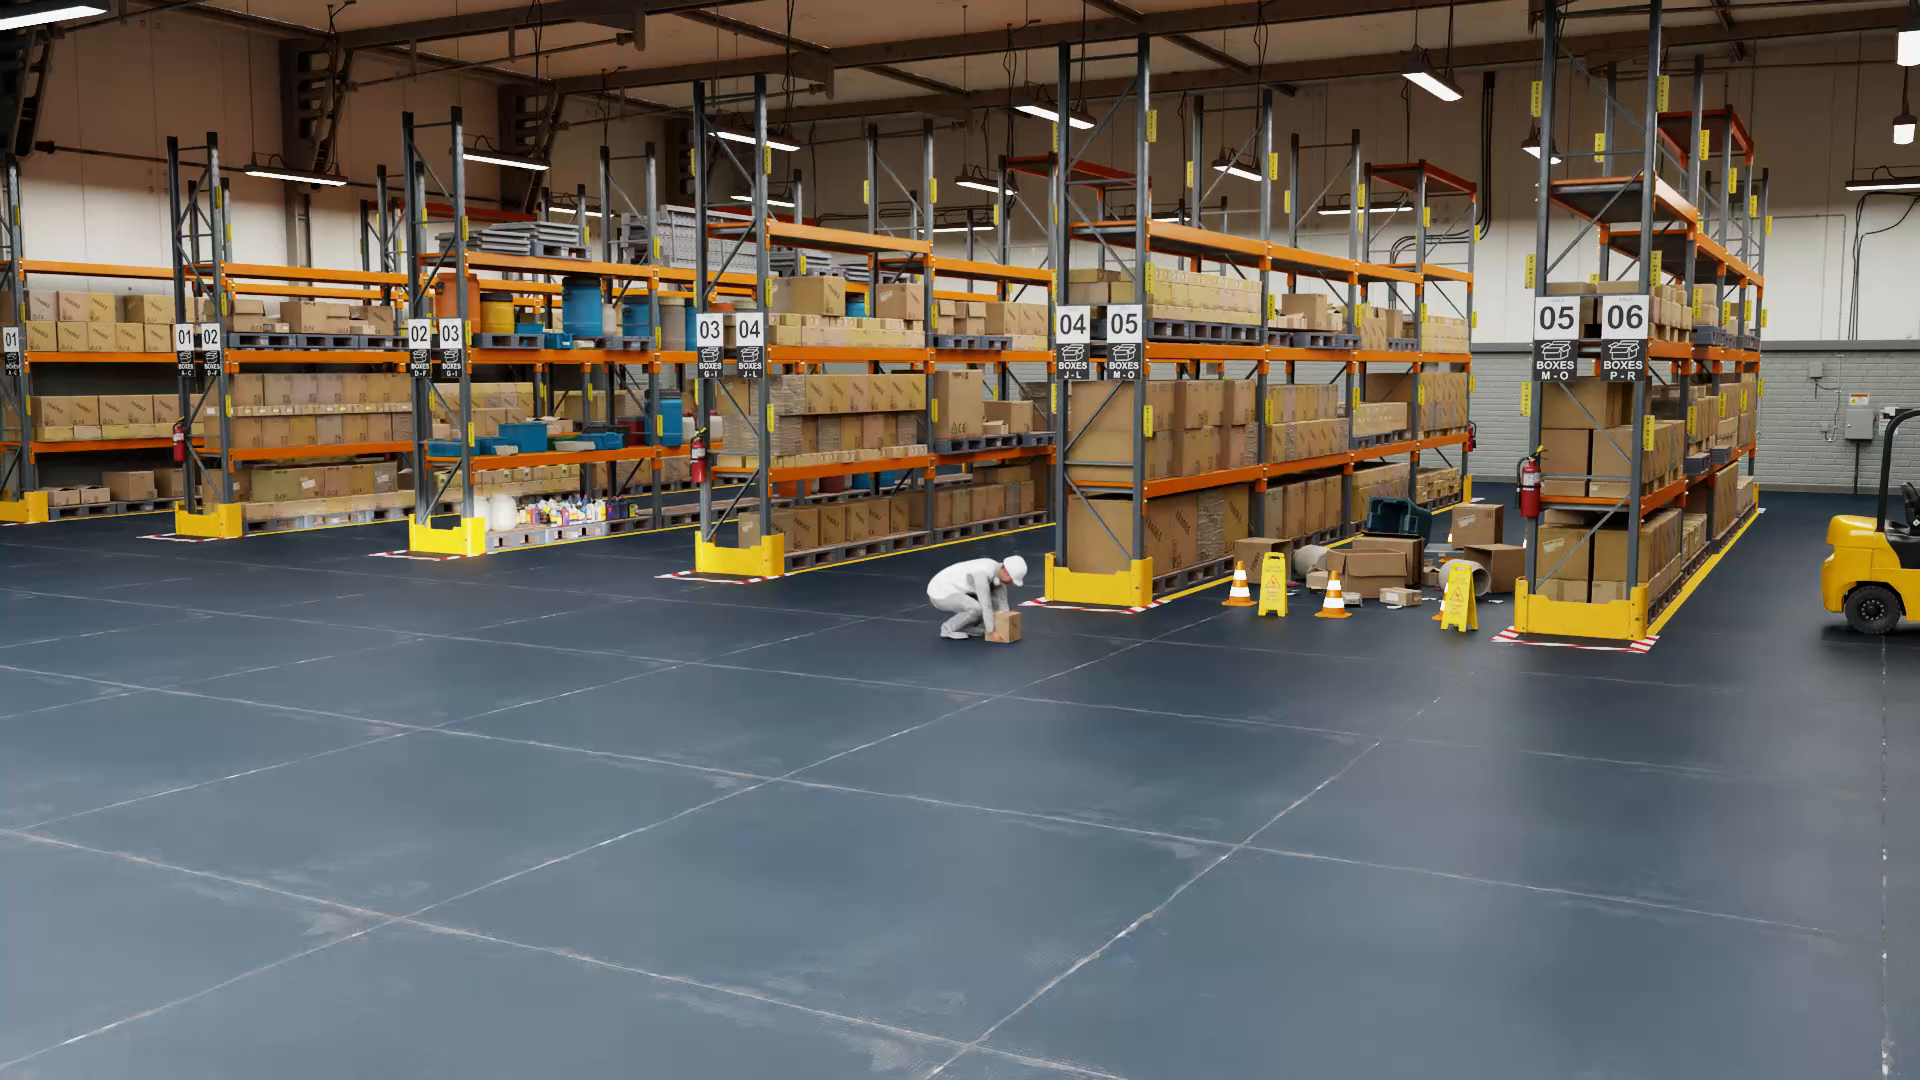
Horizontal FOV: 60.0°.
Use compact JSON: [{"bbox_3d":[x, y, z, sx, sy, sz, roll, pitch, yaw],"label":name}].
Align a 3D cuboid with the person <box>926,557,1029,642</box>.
[{"bbox_3d":[0.177,0.556,15.650,0.977,0.806,0.510,3,7,27],"label":"person"}]
